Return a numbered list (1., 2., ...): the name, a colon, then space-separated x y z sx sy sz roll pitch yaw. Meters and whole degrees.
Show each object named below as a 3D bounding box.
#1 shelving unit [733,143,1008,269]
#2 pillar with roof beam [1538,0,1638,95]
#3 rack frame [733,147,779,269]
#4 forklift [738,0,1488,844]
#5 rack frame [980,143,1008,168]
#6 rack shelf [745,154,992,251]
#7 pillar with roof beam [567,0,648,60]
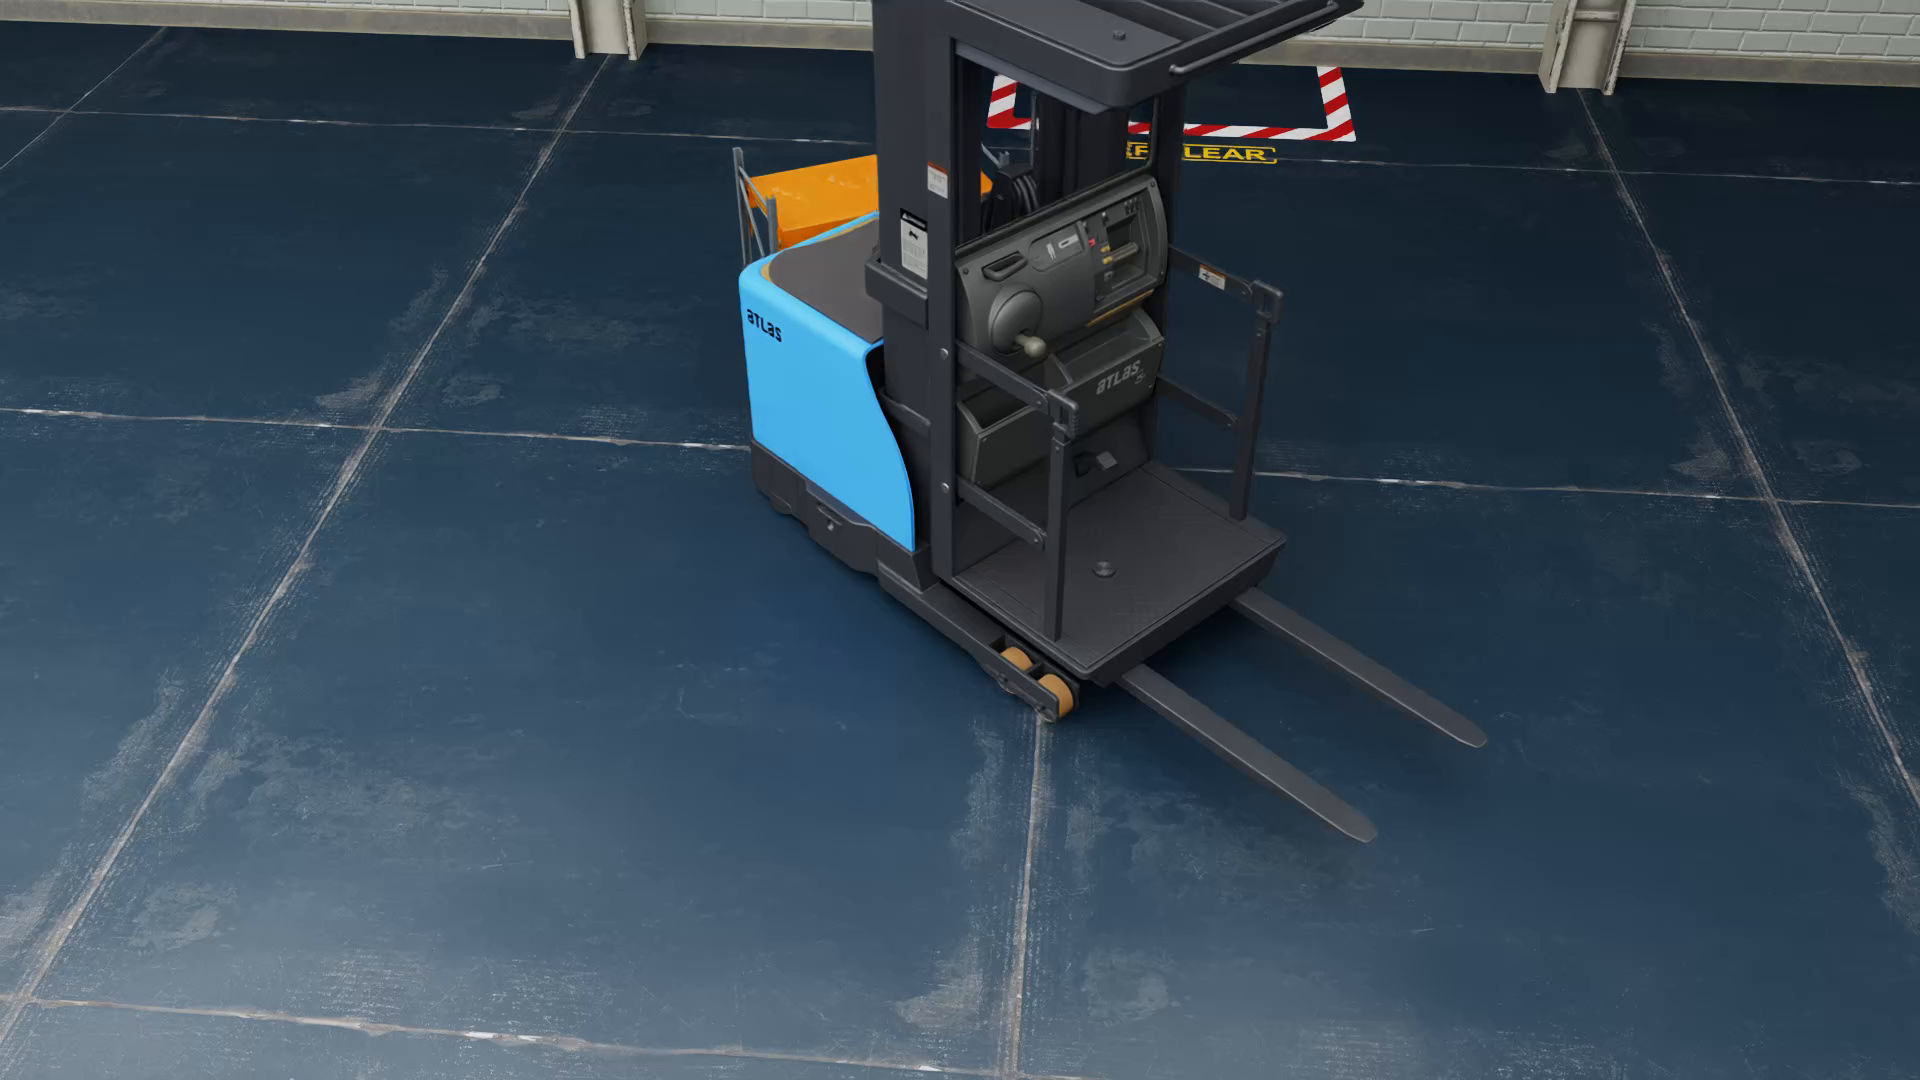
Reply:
1. shelving unit: -0.377 -1.196 7.328 1.048 1.125 0.538 -15 41 -18
2. pillar with roof beam: 3.394 -3.581 4.021 0.400 9.000 9.100 3 39 4
3. rack frame: -0.846 -1.071 7.175 0.032 1.125 0.500 -15 41 -18
4. forklift: 0.504 -0.856 5.480 1.130 2.935 3.031 -30 48 -32
5. rack frame: 0.091 -1.321 7.481 0.032 1.125 0.500 -15 41 -18
6. rack shelf: -0.378 -1.423 7.143 1.000 0.278 0.538 -15 41 -18
7. pillar with roof beam: -2.583 -3.908 4.423 0.400 9.000 9.100 3 39 4
